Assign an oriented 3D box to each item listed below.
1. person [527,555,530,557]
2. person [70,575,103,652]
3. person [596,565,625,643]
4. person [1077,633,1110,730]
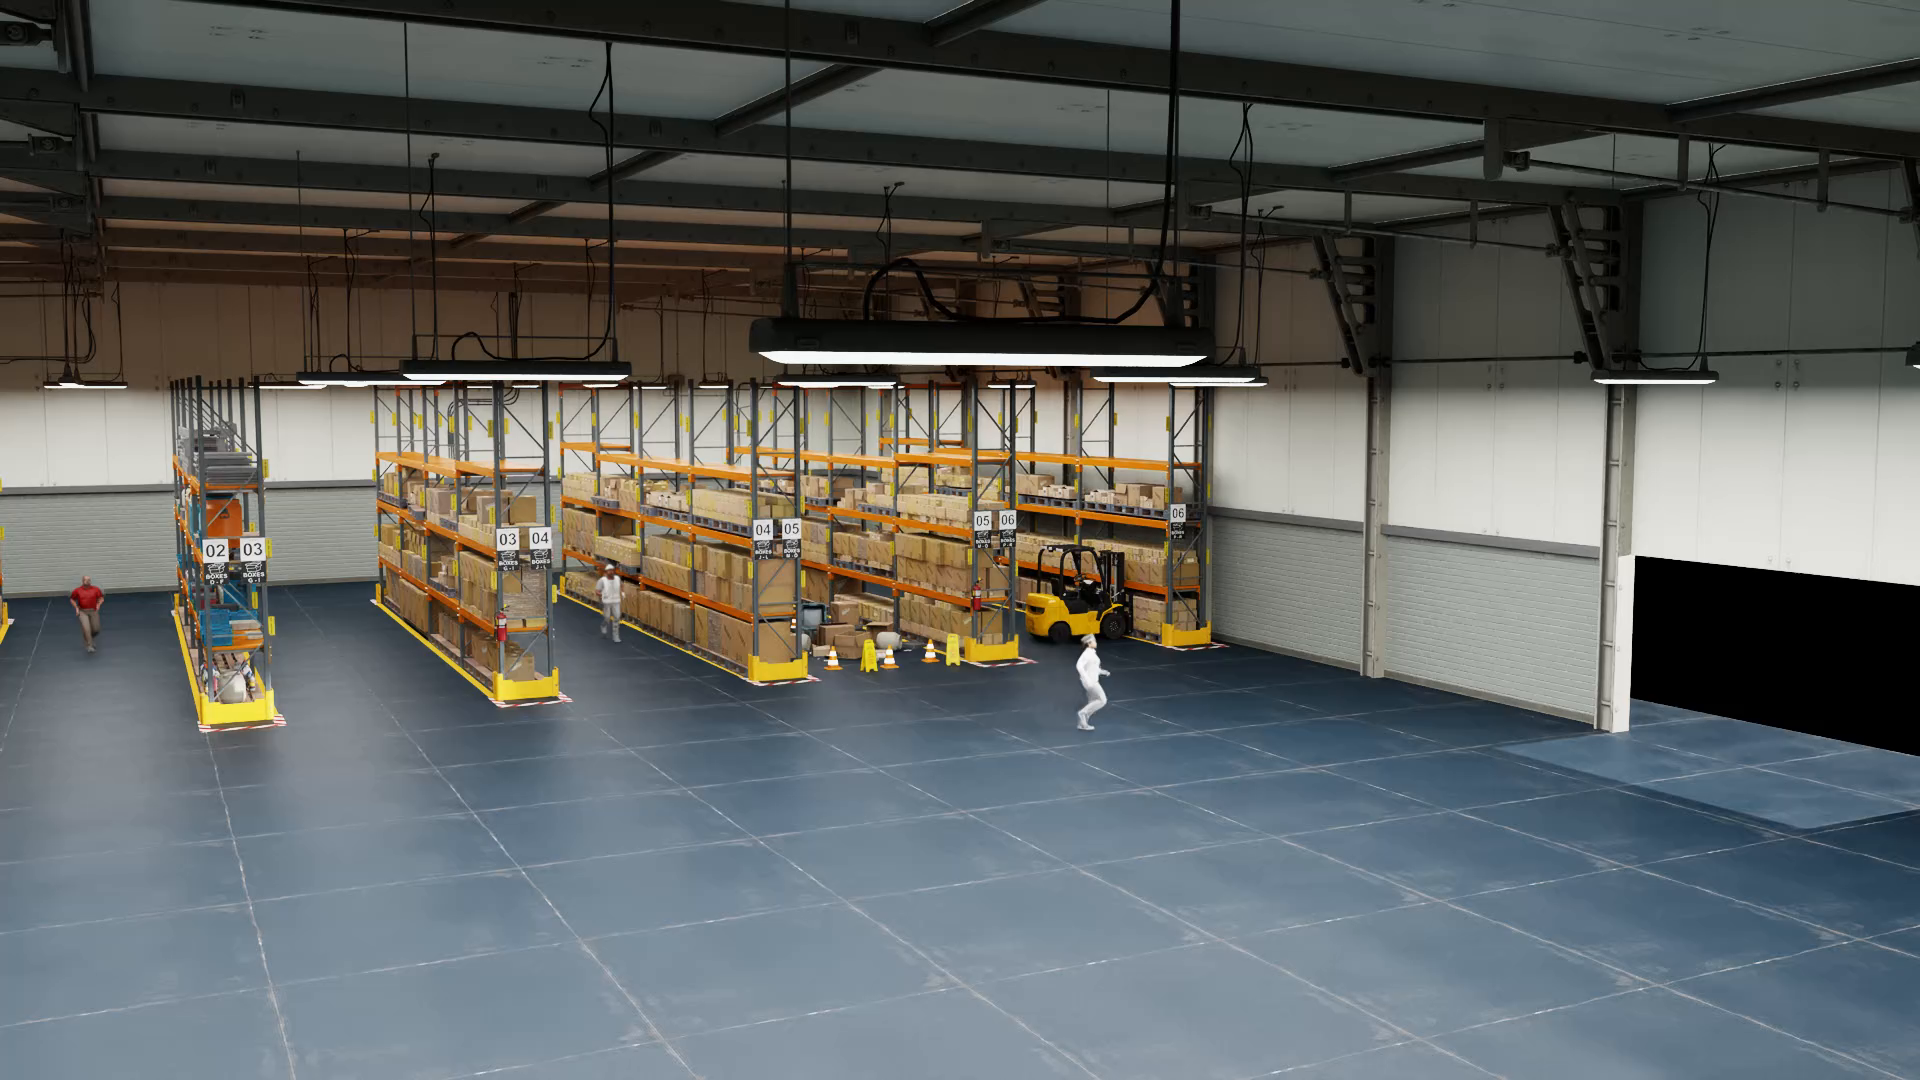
[{"bbox_3d":[-11.610,0.983,45.080,0.580,1.540,0.911,-2,6,-25],"label":"person"},{"bbox_3d":[-19.270,1.616,36.737,0.656,1.682,0.664,-4,6,-35],"label":"person"},{"bbox_3d":[-8.017,1.441,38.254,0.697,1.758,0.985,-3,6,-27],"label":"person"},{"bbox_3d":[2.257,2.394,28.143,0.548,1.655,0.605,1,5,7],"label":"person"}]
